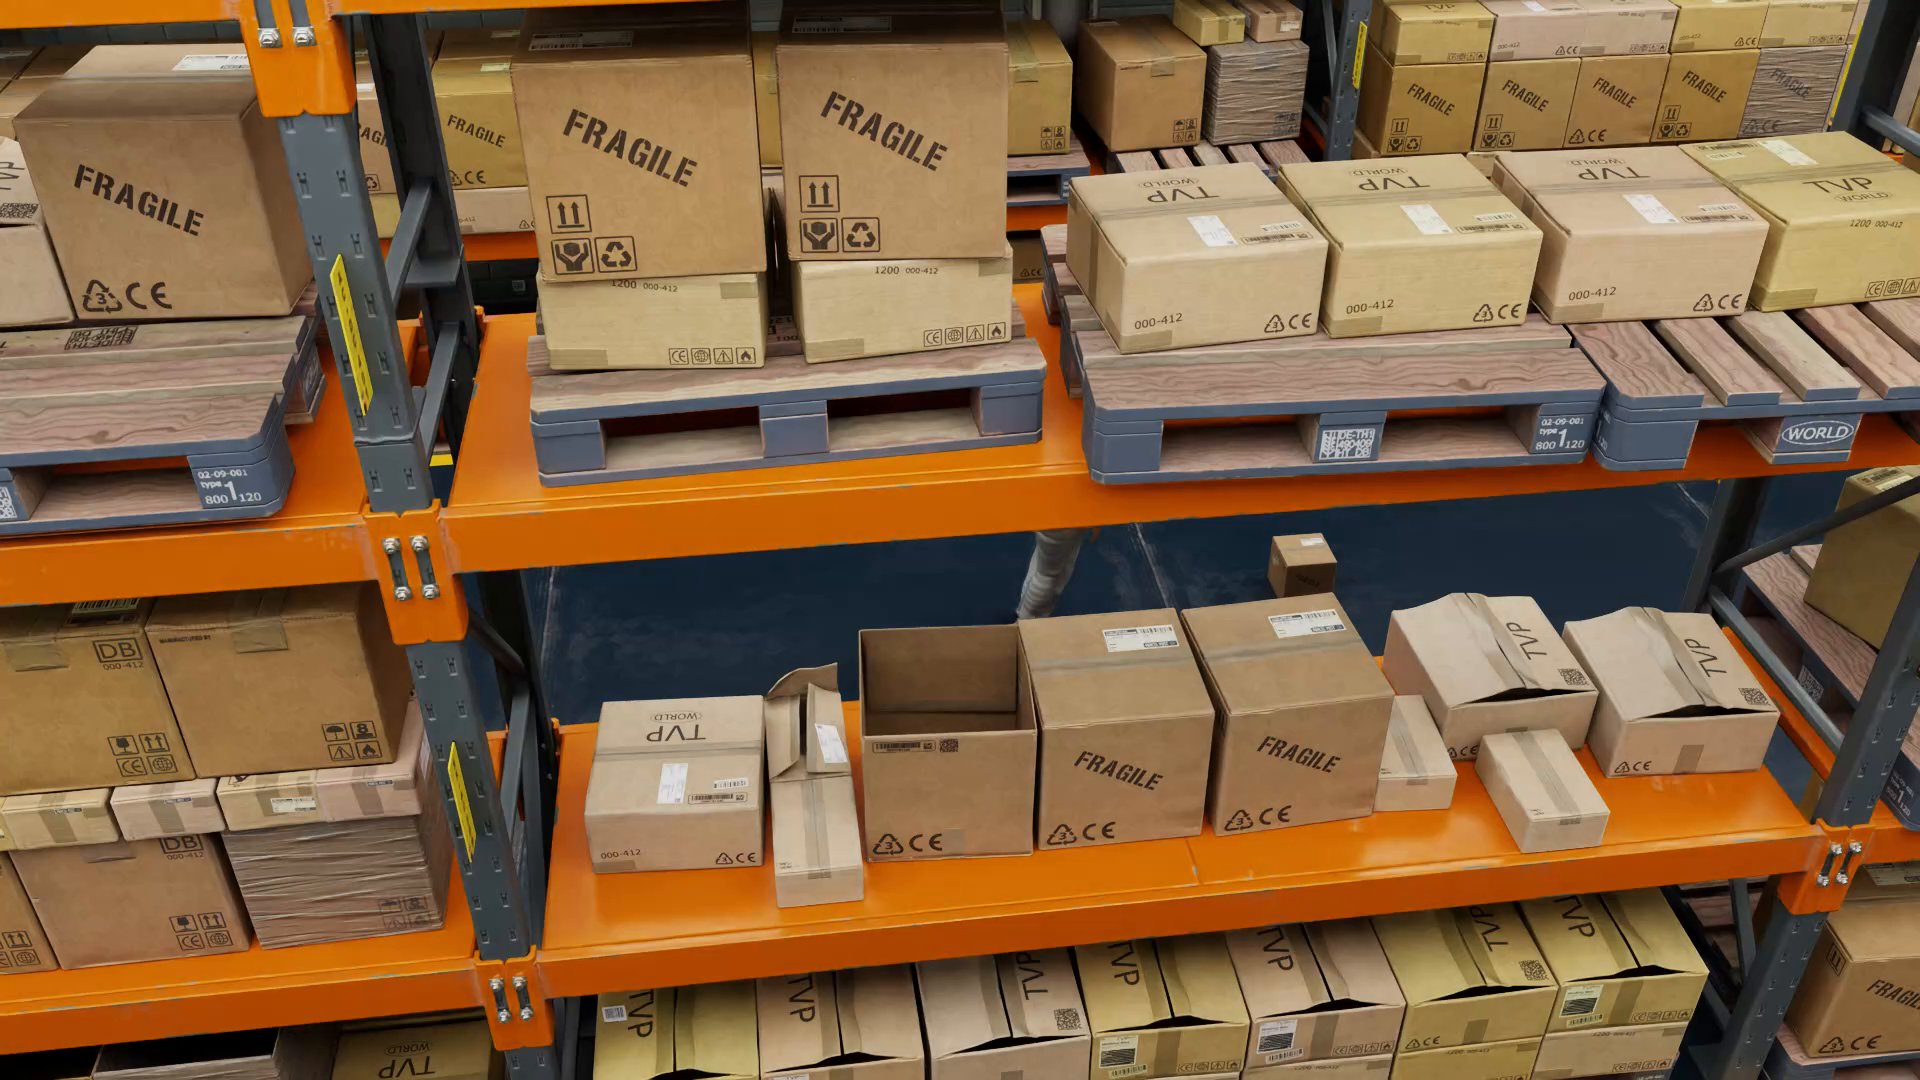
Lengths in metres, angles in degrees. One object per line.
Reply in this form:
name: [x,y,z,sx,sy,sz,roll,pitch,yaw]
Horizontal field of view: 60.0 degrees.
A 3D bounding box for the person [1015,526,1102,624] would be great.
person: [0.449,-0.198,7.406,0.515,1.655,0.512,-21,40,-27]
